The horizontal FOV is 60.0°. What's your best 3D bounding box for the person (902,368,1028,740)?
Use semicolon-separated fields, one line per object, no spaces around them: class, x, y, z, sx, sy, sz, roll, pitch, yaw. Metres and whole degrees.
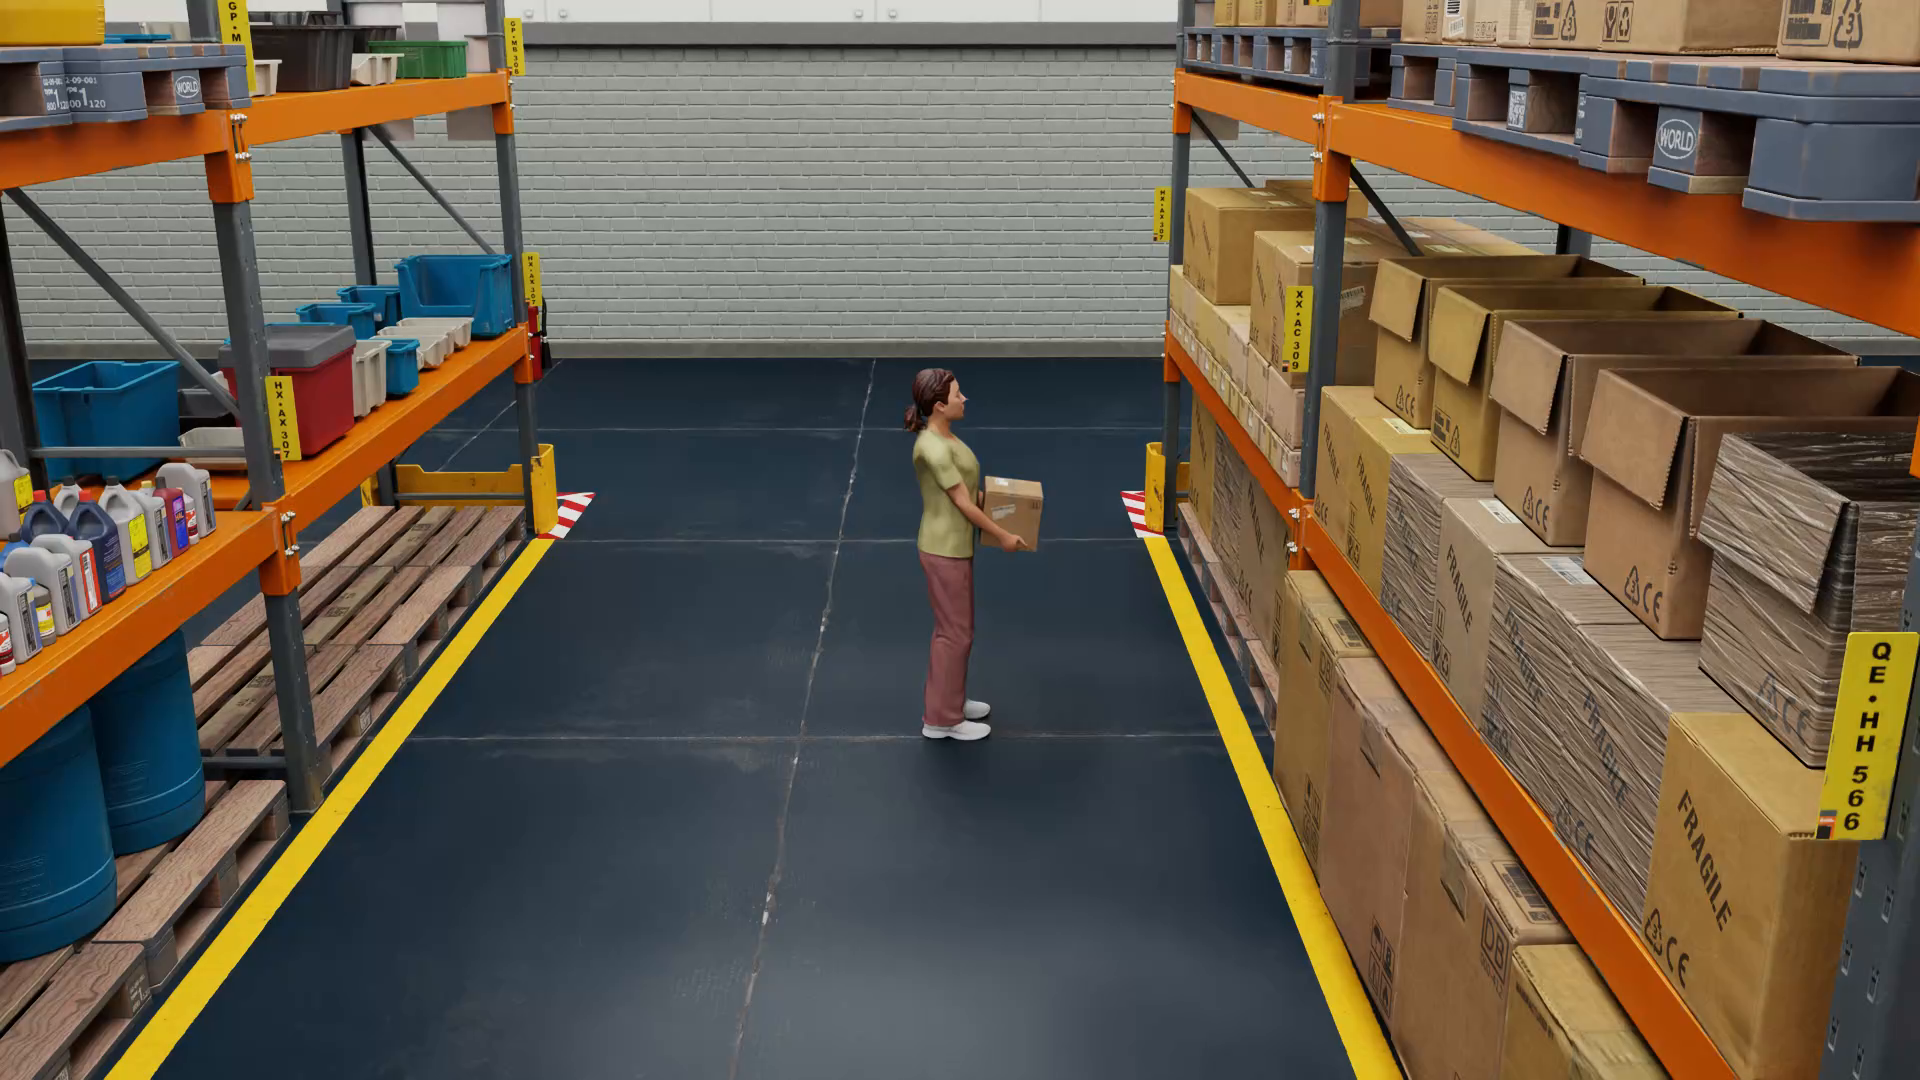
person;0.020;0.059;7.379;0.549;1.665;0.426;0;17;0
